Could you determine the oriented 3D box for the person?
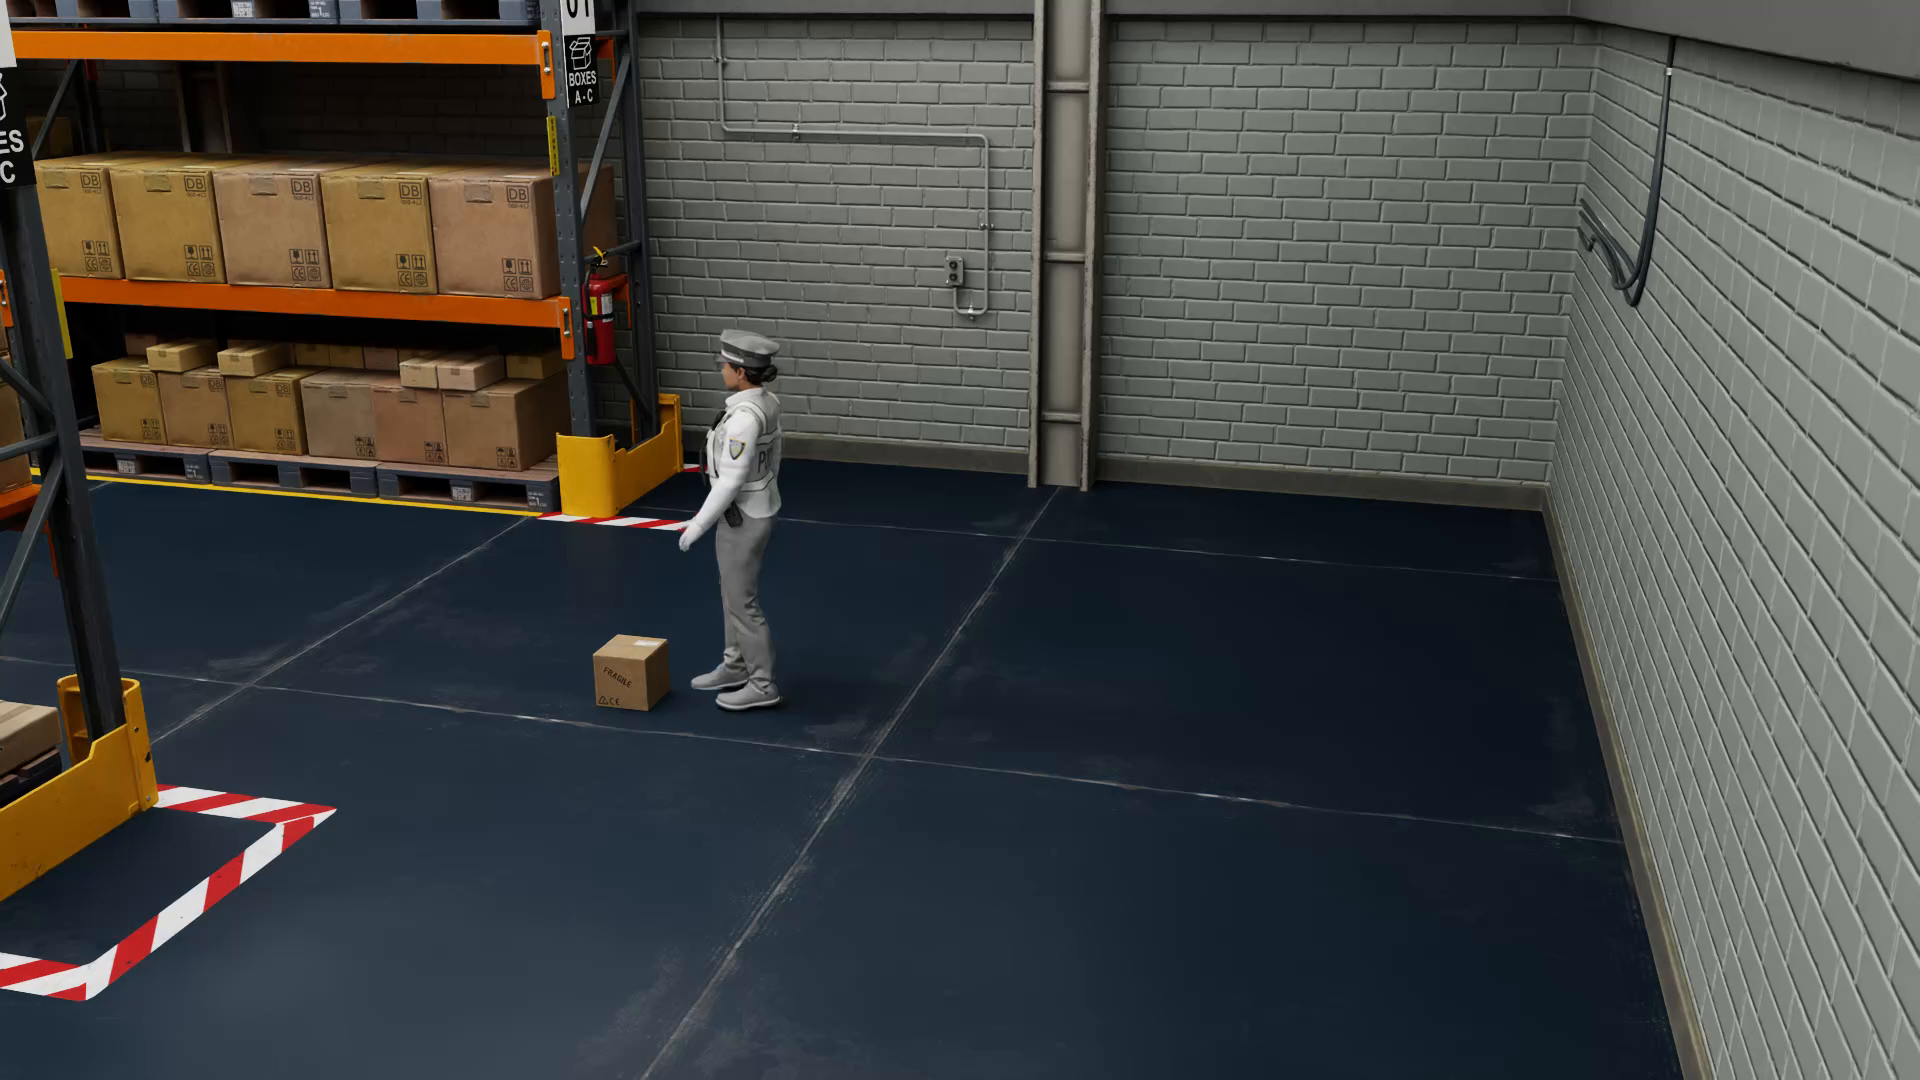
[{"bbox_3d":[-1.007,-0.077,7.261,0.493,1.702,0.538,2,18,5],"label":"person"}]
